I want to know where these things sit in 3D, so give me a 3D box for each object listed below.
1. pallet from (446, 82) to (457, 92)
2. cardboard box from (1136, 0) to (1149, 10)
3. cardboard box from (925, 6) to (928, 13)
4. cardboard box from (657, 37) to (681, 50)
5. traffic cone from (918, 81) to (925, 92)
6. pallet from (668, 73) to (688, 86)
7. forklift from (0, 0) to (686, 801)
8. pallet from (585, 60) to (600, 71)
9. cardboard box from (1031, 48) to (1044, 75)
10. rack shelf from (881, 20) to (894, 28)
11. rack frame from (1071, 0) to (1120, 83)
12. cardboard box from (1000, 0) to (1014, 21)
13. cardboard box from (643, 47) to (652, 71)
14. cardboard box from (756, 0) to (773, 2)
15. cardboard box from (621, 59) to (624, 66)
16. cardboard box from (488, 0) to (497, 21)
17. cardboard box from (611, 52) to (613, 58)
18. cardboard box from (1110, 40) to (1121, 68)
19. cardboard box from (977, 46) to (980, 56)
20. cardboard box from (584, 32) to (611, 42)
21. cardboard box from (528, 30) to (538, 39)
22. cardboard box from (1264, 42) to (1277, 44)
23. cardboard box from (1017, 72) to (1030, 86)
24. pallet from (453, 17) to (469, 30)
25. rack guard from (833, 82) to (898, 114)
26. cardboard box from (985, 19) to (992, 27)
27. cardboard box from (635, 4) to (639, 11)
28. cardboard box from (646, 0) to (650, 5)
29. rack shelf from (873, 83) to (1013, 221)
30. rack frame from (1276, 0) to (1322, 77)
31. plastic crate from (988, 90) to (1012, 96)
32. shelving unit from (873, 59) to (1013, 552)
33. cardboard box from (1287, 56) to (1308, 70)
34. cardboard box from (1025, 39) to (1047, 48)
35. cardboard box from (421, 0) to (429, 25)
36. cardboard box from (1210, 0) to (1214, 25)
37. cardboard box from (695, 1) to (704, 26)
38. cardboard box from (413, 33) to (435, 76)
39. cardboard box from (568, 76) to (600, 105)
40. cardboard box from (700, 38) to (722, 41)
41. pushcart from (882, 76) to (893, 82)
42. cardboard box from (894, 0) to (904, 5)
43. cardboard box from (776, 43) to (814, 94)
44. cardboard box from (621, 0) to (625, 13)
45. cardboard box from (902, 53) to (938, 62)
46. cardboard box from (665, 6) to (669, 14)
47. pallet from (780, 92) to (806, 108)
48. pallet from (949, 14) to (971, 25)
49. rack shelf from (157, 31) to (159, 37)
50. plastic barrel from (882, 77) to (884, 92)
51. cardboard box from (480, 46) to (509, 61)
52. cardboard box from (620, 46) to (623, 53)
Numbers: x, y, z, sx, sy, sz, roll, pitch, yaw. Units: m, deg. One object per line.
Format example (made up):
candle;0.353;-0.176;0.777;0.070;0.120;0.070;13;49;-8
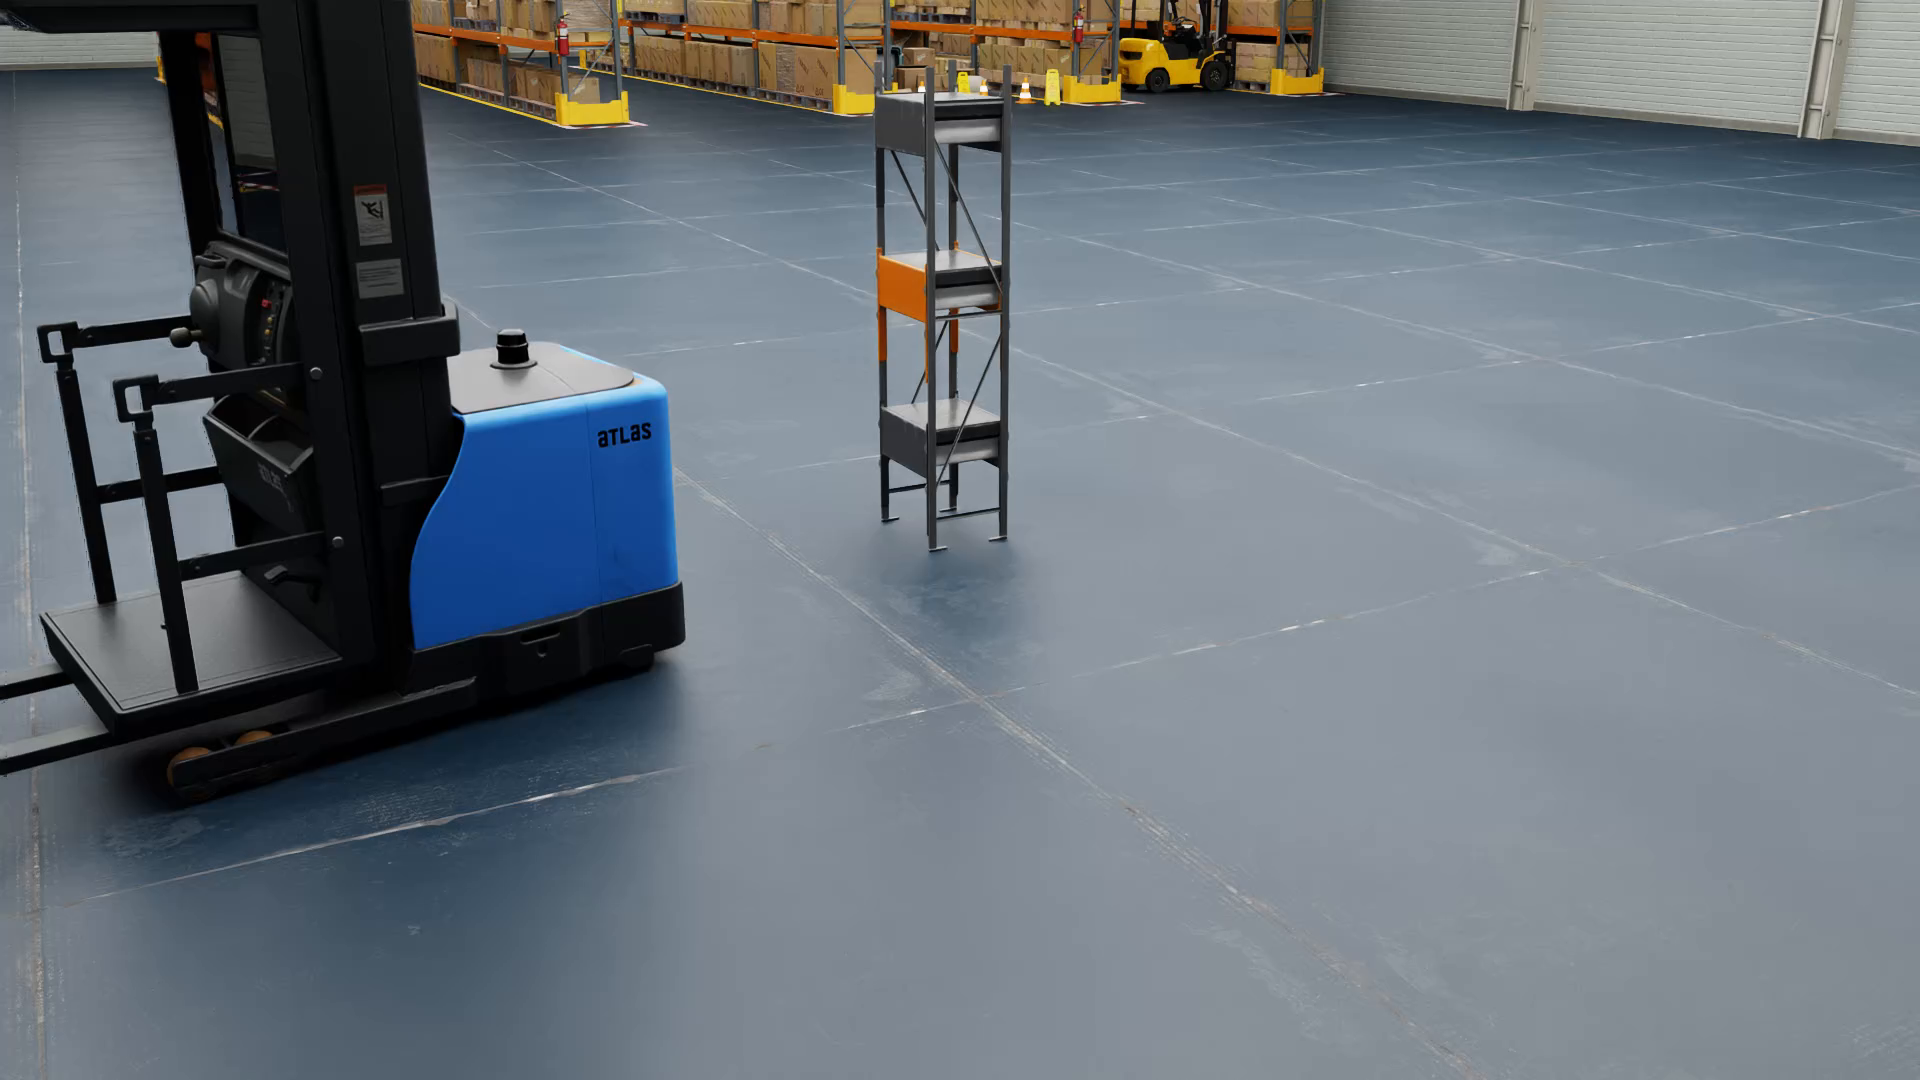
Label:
pallet;-10.226;-9.612;35.164;1.003;0.211;1.213;-10;21;-27
cardboard box;4.361;-12.262;38.033;0.500;0.250;0.500;-11;22;-28
cardboard box;-0.548;-11.799;36.967;0.380;0.149;0.250;-9;21;-25
cardboard box;-6.537;-11.250;37.676;0.500;0.250;0.500;-9;21;-25
traffic cone;-0.708;-8.308;31.000;0.336;0.463;0.334;-10;21;-27
pallet;-5.875;-10.338;37.268;1.003;0.211;1.213;-10;21;-27
forklift;-2.506;-0.756;5.328;3.031;2.935;1.130;-15;24;-37
pallet;-8.913;-12.150;42.518;1.003;0.211;1.213;-10;21;-27
cardboard box;1.742;-9.523;33.053;0.500;0.500;0.500;-9;21;-25
rack shelf;-2.146;-12.462;40.249;1.077;0.370;4.000;-10;21;-27
rack frame;2.602;-9.931;31.813;1.000;3.000;0.127;-10;21;-27
cardboard box;1.152;-10.811;33.754;0.500;0.500;0.500;-10;21;-27
cardboard box;-7.034;-11.192;38.656;0.500;0.500;0.500;-9;21;-24
cardboard box;-3.460;-10.754;32.312;0.875;0.550;0.550;-10;21;-27
cardboard box;-8.122;-11.644;40.504;0.380;0.149;0.250;-11;22;-28
cardboard box;-8.272;-10.276;31.250;1.000;1.000;1.000;-10;21;-26
cardboard box;-8.396;-12.000;41.080;0.380;0.149;0.250;-11;22;-29
cardboard box;4.091;-11.513;39.393;0.875;0.625;0.625;-11;22;-29
cardboard box;0.578;-13.269;45.033;0.396;0.266;0.258;-9;21;-25
cardboard box;-6.044;-8.396;27.750;0.380;0.149;0.250;-10;21;-27
cardboard box;-7.241;-8.741;28.751;0.380;0.149;0.250;-10;21;-27
cardboard box;6.667;-10.382;35.160;0.500;0.250;0.500;-10;21;-27
cardboard box;1.489;-9.319;33.612;0.500;0.250;0.500;-11;22;-29
pallet;-9.486;-10.414;33.506;1.213;0.211;1.003;-10;21;-27
rack guard;-1.694;-7.947;29.895;1.175;0.500;0.348;-10;21;-27
cardboard box;0.736;-10.756;34.589;0.380;0.149;0.250;-9;21;-25
cardboard box;-7.252;-12.252;38.281;0.380;0.149;0.250;-10;21;-26
cardboard box;-6.877;-12.167;37.579;0.380;0.149;0.250;-10;22;-28
rack shelf;-0.079;-1.689;7.203;0.431;0.518;0.480;-10;21;-27
rack frame;6.969;-10.701;34.044;1.000;3.000;0.127;-10;21;-27
plastic crate;0.727;-9.121;33.943;0.583;0.080;0.402;16;25;39
shelving unit;-0.079;-1.040;7.427;0.431;2.100;0.503;-10;21;-27
cardboard box;6.929;-10.003;34.827;0.500;0.250;0.500;-10;21;-26
cardboard box;1.519;-9.924;33.220;0.380;0.149;0.250;-9;21;-24
cardboard box;-11.342;-11.429;36.002;0.500;0.500;0.500;-11;22;-28
cardboard box;5.554;-11.436;36.023;0.500;0.500;0.500;-10;22;-27
cardboard box;-5.285;-11.163;35.229;0.500;0.500;0.500;-10;22;-27
cardboard box;-11.496;-10.854;37.102;1.225;0.875;0.875;-10;21;-26
cardboard box;-6.401;-7.595;28.231;0.500;0.500;0.500;-6;20;-17
cardboard box;-5.619;-11.039;37.061;0.500;0.250;0.500;-11;22;-29
pushcart;-1.280;-9.472;34.503;0.936;0.377;1.648;16;25;39
cardboard box;-1.186;-12.449;37.857;0.500;0.500;0.500;-11;22;-28
cardboard box;-2.937;-9.028;31.810;0.875;0.875;0.875;-10;21;-26
cardboard box;-7.883;-12.863;39.701;0.500;0.500;0.500;-10;21;-27
cardboard box;-0.937;-11.020;38.354;0.950;0.372;0.625;-12;22;-30
cardboard box;-6.260;-11.653;36.546;0.380;0.149;0.250;-10;21;-27
pallet;-2.730;-8.384;31.605;1.003;0.211;1.213;-10;21;-27
pallet;0.468;-11.230;35.873;1.003;0.211;1.213;-10;21;-27
rack shelf;-17.126;-11.308;36.905;1.077;0.370;4.000;-10;21;-27
plastic barrel;-1.717;-8.978;33.000;0.512;0.421;0.421;4;19;11
cardboard box;-9.312;-9.735;33.253;0.500;0.250;0.500;-7;20;-21
cardboard box;-8.083;-11.911;40.367;0.380;0.149;0.250;-10;22;-27
